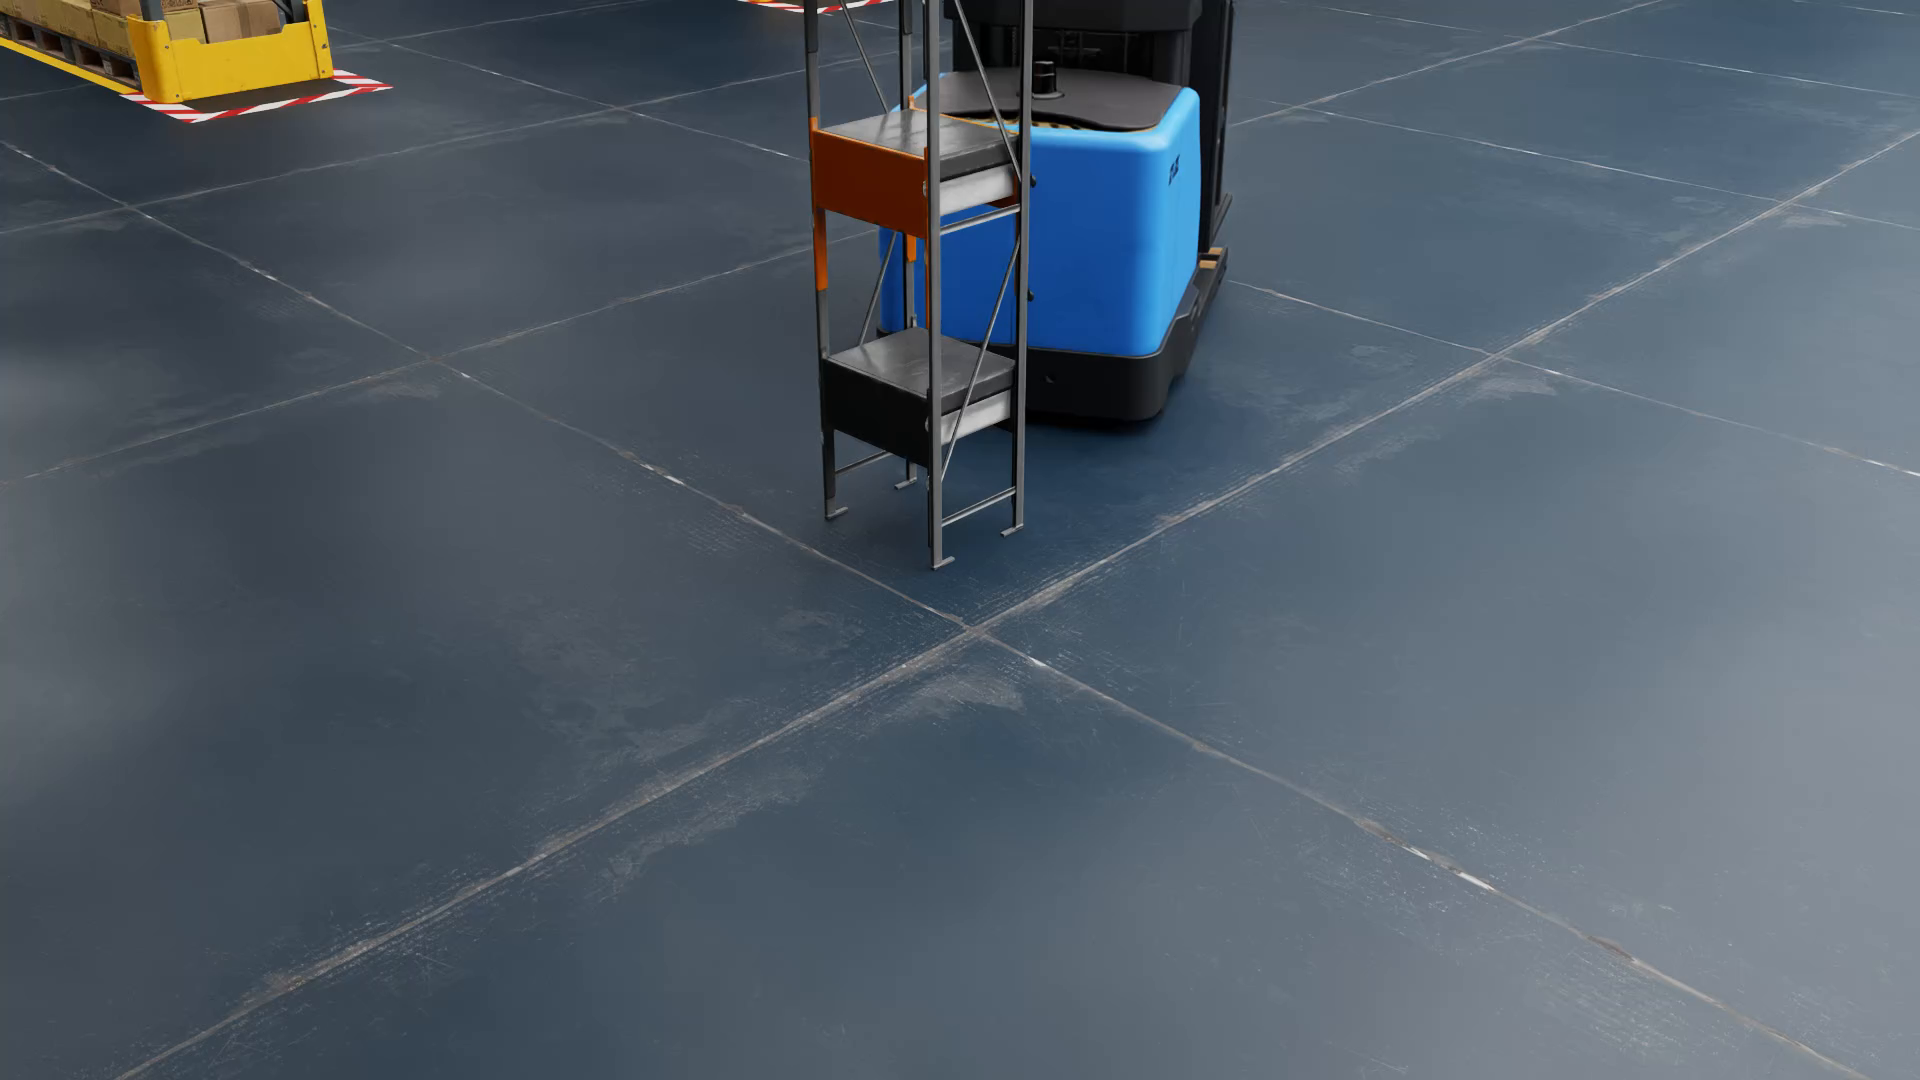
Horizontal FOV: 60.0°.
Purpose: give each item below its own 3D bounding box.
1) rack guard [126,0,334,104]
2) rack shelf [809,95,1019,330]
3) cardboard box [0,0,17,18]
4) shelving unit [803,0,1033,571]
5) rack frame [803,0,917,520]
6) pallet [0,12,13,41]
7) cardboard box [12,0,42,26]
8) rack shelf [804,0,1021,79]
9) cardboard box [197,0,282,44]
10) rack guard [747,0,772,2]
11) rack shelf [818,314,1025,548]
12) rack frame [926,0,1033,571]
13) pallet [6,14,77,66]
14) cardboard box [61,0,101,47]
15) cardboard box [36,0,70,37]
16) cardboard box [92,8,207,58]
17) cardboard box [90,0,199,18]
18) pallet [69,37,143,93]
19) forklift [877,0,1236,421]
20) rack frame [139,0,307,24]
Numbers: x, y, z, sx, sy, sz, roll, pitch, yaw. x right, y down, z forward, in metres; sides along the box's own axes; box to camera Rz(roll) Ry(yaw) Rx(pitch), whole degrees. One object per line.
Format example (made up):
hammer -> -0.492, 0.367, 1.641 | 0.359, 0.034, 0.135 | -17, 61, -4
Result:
rack guard -> -4.722, -3.208, 10.814 | 0.348, 0.500, 1.175 | 25, 36, 38
rack shelf -> -0.118, -0.971, 4.870 | 0.480, 0.518, 0.431 | 25, 36, 38
cardboard box -> -6.767, -4.015, 12.165 | 0.500, 0.250, 0.500 | 25, 36, 38
shelving unit -> -0.118, -0.983, 4.864 | 0.503, 2.100, 0.431 | 25, 36, 38
rack frame -> -0.292, -1.063, 5.015 | 0.015, 2.100, 0.400 | 25, 36, 38
pallet -> -7.053, -4.120, 12.858 | 1.213, 0.211, 1.003 | 25, 36, 38
cardboard box -> -6.406, -3.853, 11.859 | 0.500, 0.250, 0.500 | 25, 36, 38
rack shelf -> -0.118, -1.591, 4.545 | 0.480, 0.518, 0.431 | 25, 36, 38
cardboard box -> -4.965, -3.540, 11.262 | 0.500, 0.250, 0.500 | 25, 36, 38
rack guard -> -1.351, -4.868, 13.970 | 0.348, 0.500, 1.175 | 25, 36, 38
rack shelf -> -0.118, -0.352, 5.196 | 0.480, 0.518, 0.431 | 25, 36, 38
rack frame -> 0.056, -0.904, 4.713 | 0.015, 2.100, 0.400 | 25, 36, 38
pallet -> -6.179, -3.722, 12.101 | 1.213, 0.211, 1.003 | 25, 36, 38
cardboard box -> -5.693, -3.527, 11.238 | 0.500, 0.250, 0.500 | 25, 36, 38
cardboard box -> -6.051, -3.690, 11.547 | 0.500, 0.250, 0.500 | 25, 36, 38
cardboard box -> -5.328, -3.368, 10.935 | 0.500, 0.250, 0.500 | 25, 36, 38
cardboard box -> -5.330, -3.699, 10.759 | 0.500, 0.500, 0.500 | 25, 36, 38
pallet -> -5.314, -3.324, 11.344 | 1.213, 0.211, 1.003 | 25, 36, 38
forklift -> 0.573, -2.389, 6.643 | 1.130, 2.935, 3.031 | 7, 29, 13
rack frame -> -4.739, -4.322, 10.247 | 0.127, 3.000, 1.000 | 25, 36, 38
